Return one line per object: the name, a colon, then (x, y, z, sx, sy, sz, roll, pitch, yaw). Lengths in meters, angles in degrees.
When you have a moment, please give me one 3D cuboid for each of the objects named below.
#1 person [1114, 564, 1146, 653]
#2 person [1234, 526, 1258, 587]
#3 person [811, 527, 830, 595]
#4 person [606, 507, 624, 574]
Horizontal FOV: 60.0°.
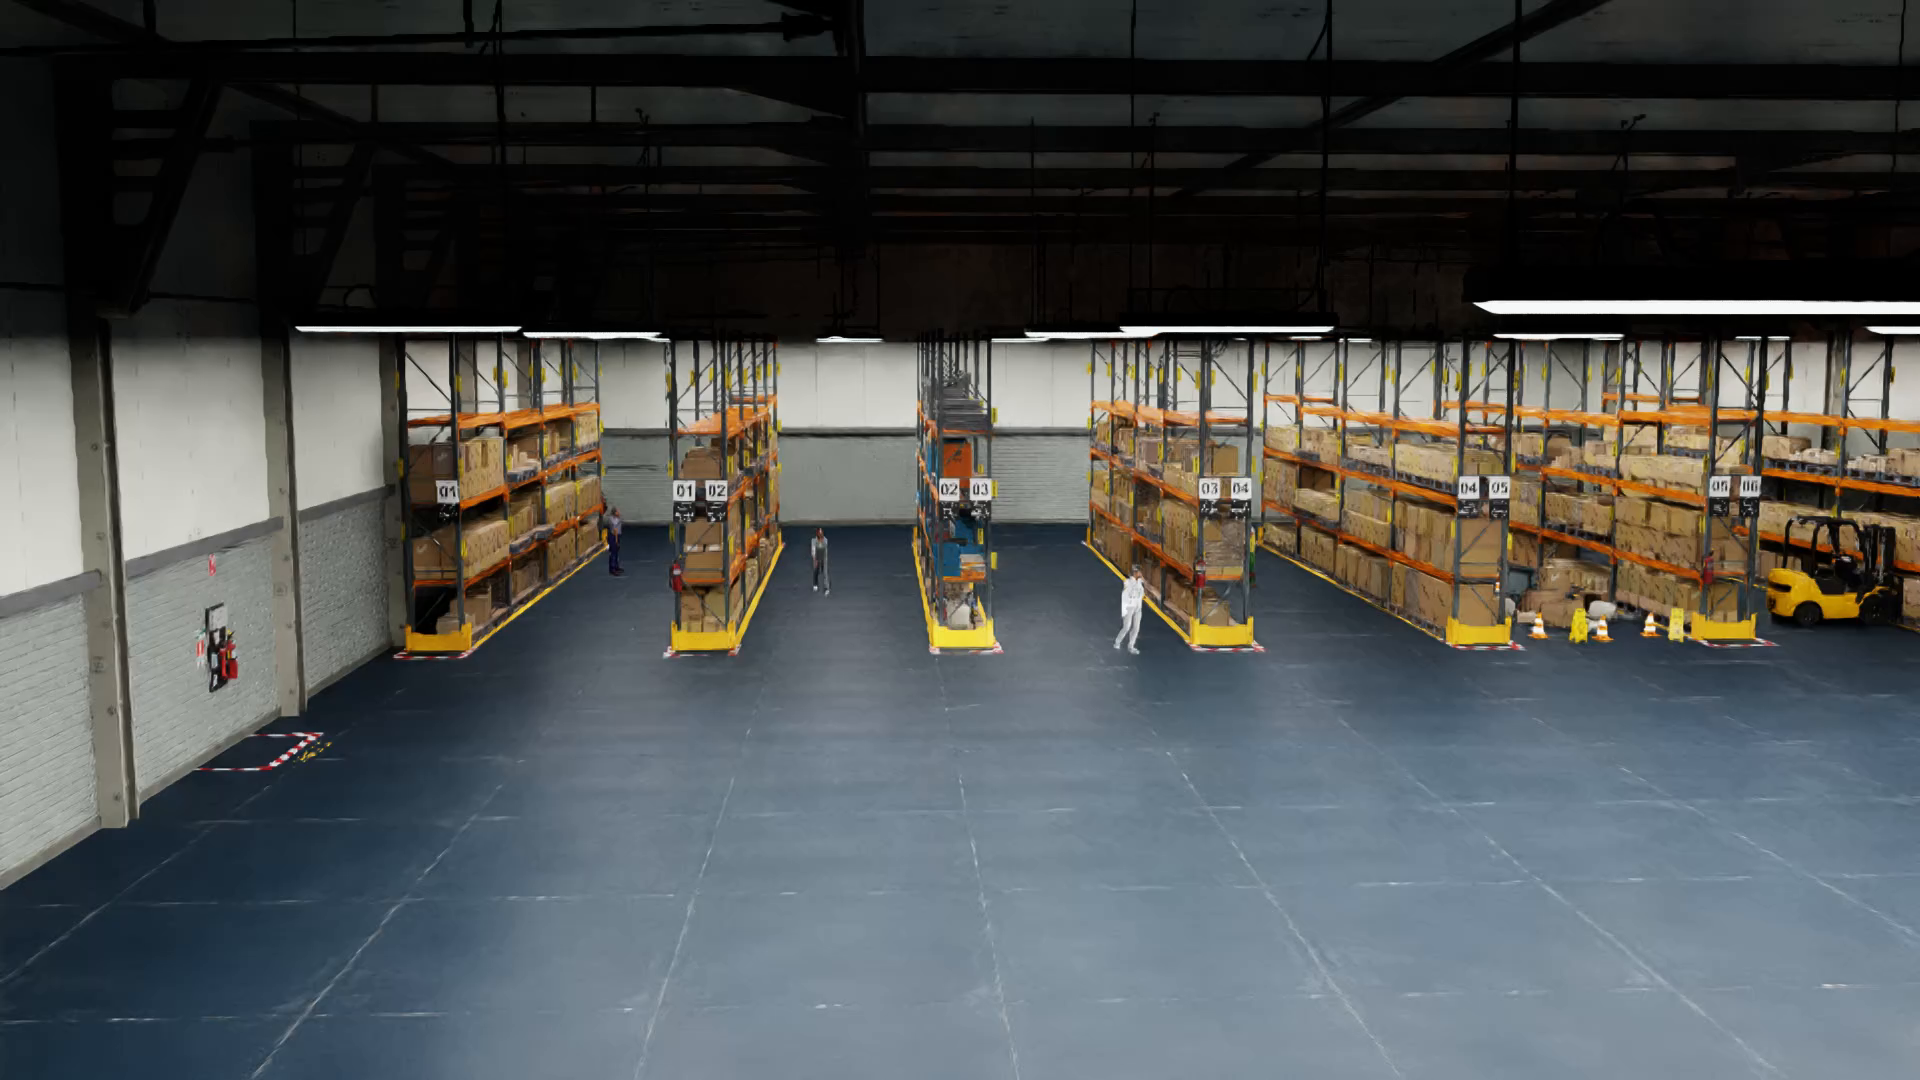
person: (3.153, 1.255, 30.989, 0.527, 1.665, 0.535, -5, 9, -39)
person: (6.731, 0.232, 39.297, 0.557, 1.708, 1.125, -1, 7, -5)
person: (-3.213, 0.468, 38.076, 0.411, 1.529, 0.957, -1, 7, -11)
person: (-8.600, 0.001, 41.586, 0.445, 1.646, 0.576, -3, 7, -23)
